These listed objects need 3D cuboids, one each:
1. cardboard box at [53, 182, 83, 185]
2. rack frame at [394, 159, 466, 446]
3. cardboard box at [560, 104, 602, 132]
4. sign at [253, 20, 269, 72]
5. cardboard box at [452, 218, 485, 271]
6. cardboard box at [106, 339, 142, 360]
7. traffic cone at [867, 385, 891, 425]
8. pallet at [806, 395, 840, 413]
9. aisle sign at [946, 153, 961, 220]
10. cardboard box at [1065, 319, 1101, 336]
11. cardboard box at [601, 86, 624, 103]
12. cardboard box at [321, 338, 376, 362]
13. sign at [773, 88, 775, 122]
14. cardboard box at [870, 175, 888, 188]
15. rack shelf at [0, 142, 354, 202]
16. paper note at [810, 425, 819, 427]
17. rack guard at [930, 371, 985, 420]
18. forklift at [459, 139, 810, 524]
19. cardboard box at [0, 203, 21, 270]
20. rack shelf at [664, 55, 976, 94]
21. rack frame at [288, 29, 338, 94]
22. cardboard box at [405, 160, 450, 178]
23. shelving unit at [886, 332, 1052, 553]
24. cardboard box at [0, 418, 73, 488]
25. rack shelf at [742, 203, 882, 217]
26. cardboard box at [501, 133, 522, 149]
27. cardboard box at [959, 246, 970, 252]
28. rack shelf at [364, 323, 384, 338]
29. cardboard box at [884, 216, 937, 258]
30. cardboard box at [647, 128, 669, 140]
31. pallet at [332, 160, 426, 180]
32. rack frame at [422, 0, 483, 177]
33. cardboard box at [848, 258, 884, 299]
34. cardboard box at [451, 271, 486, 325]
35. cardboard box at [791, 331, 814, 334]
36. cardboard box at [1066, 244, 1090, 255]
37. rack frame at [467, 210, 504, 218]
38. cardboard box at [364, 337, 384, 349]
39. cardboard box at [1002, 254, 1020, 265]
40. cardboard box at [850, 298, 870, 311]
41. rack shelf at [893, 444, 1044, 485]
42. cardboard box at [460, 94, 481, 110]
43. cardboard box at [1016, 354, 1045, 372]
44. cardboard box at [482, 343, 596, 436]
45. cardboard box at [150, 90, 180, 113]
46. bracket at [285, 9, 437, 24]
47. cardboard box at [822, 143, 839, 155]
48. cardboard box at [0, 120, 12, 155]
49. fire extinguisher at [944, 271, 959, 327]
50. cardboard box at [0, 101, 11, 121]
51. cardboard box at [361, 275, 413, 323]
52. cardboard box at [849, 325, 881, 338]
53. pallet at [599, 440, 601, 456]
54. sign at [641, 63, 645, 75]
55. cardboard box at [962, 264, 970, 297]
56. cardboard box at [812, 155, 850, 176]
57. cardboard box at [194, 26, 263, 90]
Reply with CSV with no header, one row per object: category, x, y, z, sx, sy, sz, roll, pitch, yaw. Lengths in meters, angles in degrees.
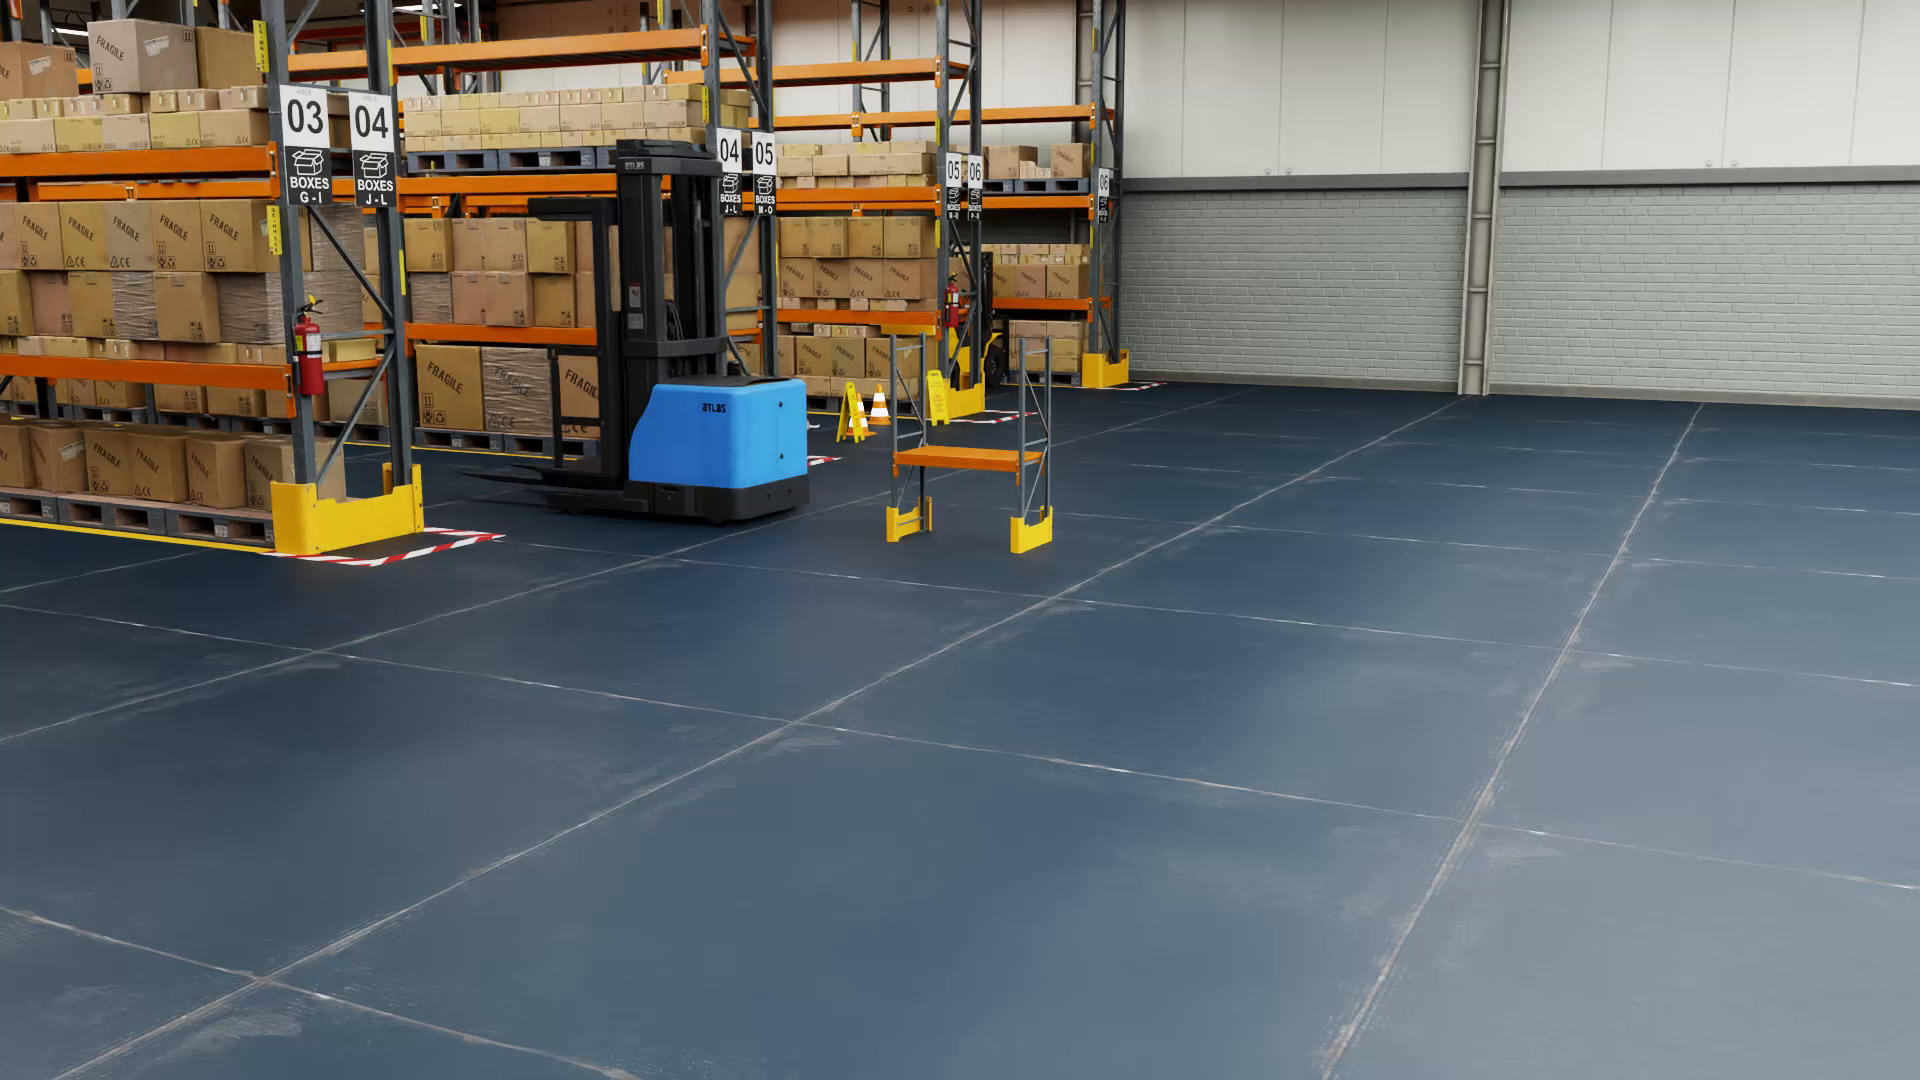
cardboard box,-10.357,-4.446,19.670,0.500,0.500,0.500,5,11,26
rack frame,-5.691,-2.564,17.974,0.127,3.000,1.000,5,11,26
cardboard box,-3.565,-4.126,16.310,0.500,0.250,0.500,5,11,25
sign,-4.653,-3.289,11.073,0.005,0.325,0.100,5,11,26
cardboard box,-4.831,-3.110,17.537,0.550,0.550,0.875,5,11,26
cardboard box,-6.128,-1.432,12.424,0.250,0.149,0.380,5,11,26
traffic cone,-0.961,-1.627,19.919,0.334,0.463,0.336,5,11,26
pallet,-1.876,-1.847,21.843,1.213,0.211,1.003,5,11,26
aisle sign,-0.077,-4.275,20.130,0.004,0.787,0.394,5,11,26
cardboard box,1.841,-3.254,25.521,0.500,0.250,0.500,5,11,25
cardboard box,-3.242,-4.282,16.051,0.250,0.149,0.380,5,12,27
cardboard box,-4.539,-1.401,12.256,0.250,0.149,0.380,5,11,26
sign,-1.853,-4.282,16.368,0.005,0.325,0.100,5,11,26
cardboard box,-0.909,-4.424,20.534,0.250,0.149,0.380,5,12,28
rack shelf,-6.183,-2.744,12.567,4.000,0.370,1.077,5,11,26
paper note,-1.733,-1.343,19.564,0.142,0.019,0.148,1,10,6
rack guard,-0.073,-1.823,20.900,0.348,0.500,1.175,5,11,26
forklift,-2.769,-1.724,13.525,3.031,2.935,1.130,5,12,27
cardboard box,-7.236,-2.352,12.880,0.500,0.500,0.500,5,11,26
rack shelf,-1.798,-5.801,21.046,4.000,0.370,1.077,5,11,26
rack frame,-12.160,-8.053,31.459,0.127,3.000,1.000,5,11,26
cardboard box,-7.584,-5.417,23.845,0.637,0.503,0.797,4,11,22
shelving unit,0.068,-0.732,12.063,1.083,1.500,0.587,5,11,26
cardboard box,-7.635,-0.718,13.617,0.500,0.500,0.500,5,11,24
rack shelf,-3.192,-5.435,27.436,4.000,0.370,1.077,5,11,26
cardboard box,-4.372,-3.989,16.672,0.250,0.149,0.380,5,11,26
cardboard box,0.178,-4.492,25.691,0.250,0.149,0.380,5,11,26
rack shelf,-7.485,-2.368,18.909,4.000,0.370,1.077,5,11,26
cardboard box,-0.559,-3.740,20.550,0.500,0.500,0.700,5,11,24
cardboard box,-2.778,-3.849,15.898,0.250,0.149,0.380,5,11,26
pallet,-6.535,-4.010,18.080,1.217,0.209,0.805,5,11,24
rack frame,-7.179,-6.630,23.594,0.127,3.000,1.000,5,11,26
cardboard box,-1.060,-3.282,20.825,0.500,0.500,0.500,5,11,26
cardboard box,-4.852,-2.571,17.591,0.550,0.550,0.875,5,11,26
cardboard box,-2.027,-2.502,22.065,0.500,0.500,0.500,6,12,29
cardboard box,1.774,-4.350,24.903,0.250,0.149,0.380,5,11,26
rack frame,-8.573,-4.786,30.251,0.127,3.000,1.000,5,11,26
cardboard box,-8.559,-2.977,25.046,0.875,0.875,0.875,5,11,27
cardboard box,0.828,-4.272,25.308,0.250,0.149,0.380,5,11,24
cardboard box,-1.175,-2.960,20.869,0.250,0.149,0.380,5,12,27
rack shelf,0.076,-0.554,12.092,1.000,0.185,0.538,5,11,26
cardboard box,-4.831,-4.422,16.823,0.250,0.149,0.380,5,11,25
cardboard box,1.186,-2.721,25.385,0.500,0.250,0.500,5,11,26
cardboard box,-4.348,-1.594,17.401,0.875,0.875,0.875,5,11,26
cardboard box,-5.487,-3.094,11.783,0.250,0.149,0.380,5,11,26
bracket,-11.638,-9.887,31.484,4.783,0.066,0.076,5,11,26
cardboard box,-1.534,-4.889,20.863,0.250,0.149,0.380,5,11,24
cardboard box,-7.210,-3.065,12.740,0.500,0.250,0.500,5,11,25
fire extinguisher,-0.106,-2.927,20.195,0.183,0.674,0.296,5,11,26
cardboard box,-7.079,-3.256,12.677,0.250,0.149,0.380,5,12,28
cardboard box,-6.277,-2.612,17.957,0.500,0.500,0.500,5,11,25
cardboard box,-1.197,-2.629,20.947,0.250,0.149,0.380,5,12,27
pallet,-2.856,-0.927,16.760,1.213,0.211,1.003,5,11,26
sign,-5.217,-7.834,27.402,0.005,0.325,0.100,5,11,26
cardboard box,0.254,-4.007,25.666,0.500,0.500,0.500,5,11,26
cardboard box,-1.500,-4.673,20.791,0.500,0.250,0.500,5,12,27
cardboard box,-5.601,-3.542,12.437,0.500,0.500,0.500,5,11,26
